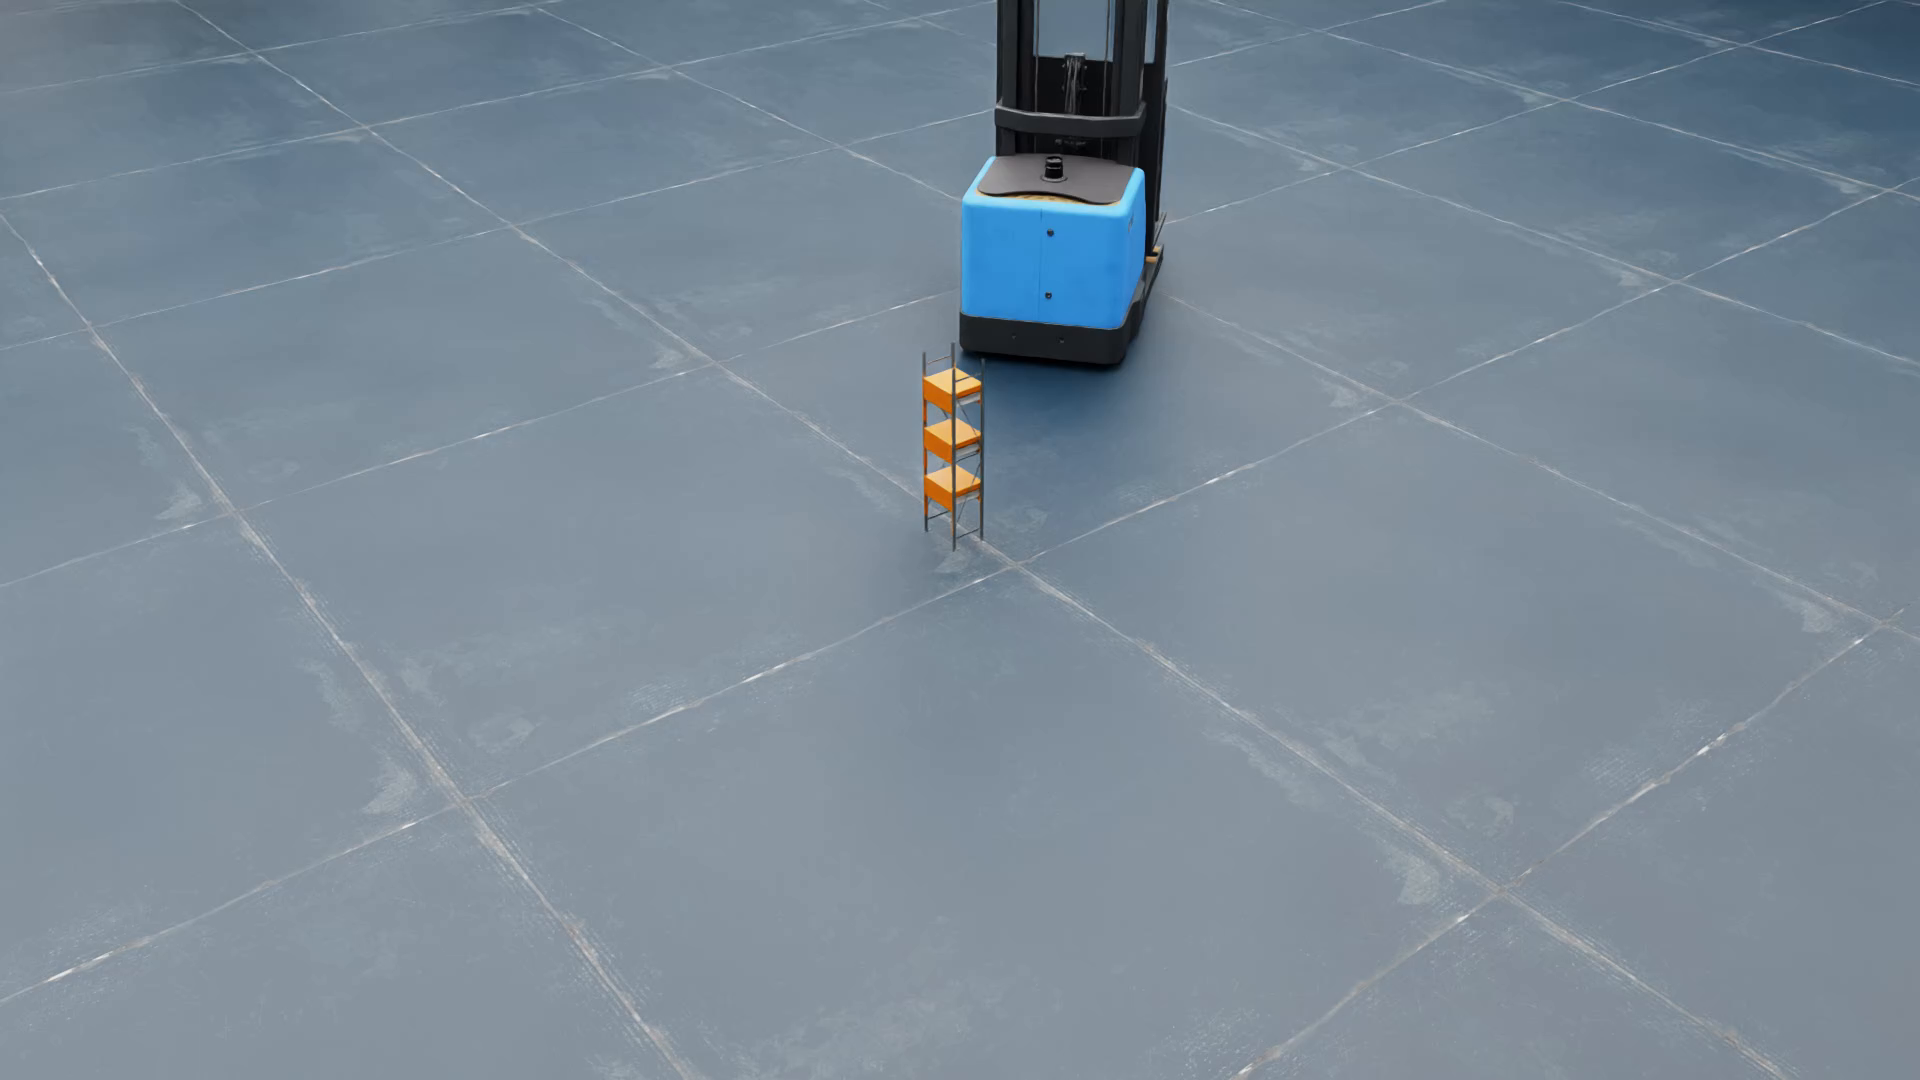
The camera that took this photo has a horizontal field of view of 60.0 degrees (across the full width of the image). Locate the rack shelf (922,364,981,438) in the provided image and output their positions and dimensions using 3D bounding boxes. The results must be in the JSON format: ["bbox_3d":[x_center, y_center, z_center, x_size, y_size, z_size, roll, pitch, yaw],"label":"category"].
[{"bbox_3d":[-0.033,-0.700,8.365,0.215,0.259,0.240,-22,38,-31],"label":"rack shelf"}]

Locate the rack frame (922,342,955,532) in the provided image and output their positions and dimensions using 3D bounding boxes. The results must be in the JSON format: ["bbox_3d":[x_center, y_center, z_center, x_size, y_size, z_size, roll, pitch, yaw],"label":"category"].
[{"bbox_3d":[-0.108,-0.519,8.591,0.200,1.050,0.008,-22,38,-31],"label":"rack frame"}]

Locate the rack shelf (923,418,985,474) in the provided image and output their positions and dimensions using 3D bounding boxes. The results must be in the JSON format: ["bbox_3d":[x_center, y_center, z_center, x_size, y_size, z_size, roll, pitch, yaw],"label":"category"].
[{"bbox_3d":[-0.033,-0.459,8.515,0.215,0.259,0.240,-22,38,-31],"label":"rack shelf"}]

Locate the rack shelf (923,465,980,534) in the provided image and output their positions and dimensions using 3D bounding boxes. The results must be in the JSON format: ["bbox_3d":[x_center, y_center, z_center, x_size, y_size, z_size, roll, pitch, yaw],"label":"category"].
[{"bbox_3d":[-0.033,-0.223,8.661,0.215,0.259,0.240,-22,38,-31],"label":"rack shelf"}]

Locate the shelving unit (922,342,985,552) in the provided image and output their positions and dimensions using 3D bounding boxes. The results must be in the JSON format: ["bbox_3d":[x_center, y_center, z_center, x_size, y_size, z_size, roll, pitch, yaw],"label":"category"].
[{"bbox_3d":[-0.033,-0.468,8.509,0.215,1.050,0.252,-22,38,-31],"label":"shelving unit"}]

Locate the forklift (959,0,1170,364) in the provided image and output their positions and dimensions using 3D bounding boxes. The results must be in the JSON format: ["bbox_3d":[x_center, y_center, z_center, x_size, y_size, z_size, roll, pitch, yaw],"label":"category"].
[{"bbox_3d":[0.834,-3.109,10.978,1.130,2.935,3.031,7,33,11],"label":"forklift"}]

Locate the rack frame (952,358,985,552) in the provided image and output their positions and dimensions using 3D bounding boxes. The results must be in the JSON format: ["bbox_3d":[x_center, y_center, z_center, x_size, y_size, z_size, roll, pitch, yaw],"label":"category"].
[{"bbox_3d":[0.042,-0.417,8.427,0.200,1.050,0.008,-22,38,-31],"label":"rack frame"}]
